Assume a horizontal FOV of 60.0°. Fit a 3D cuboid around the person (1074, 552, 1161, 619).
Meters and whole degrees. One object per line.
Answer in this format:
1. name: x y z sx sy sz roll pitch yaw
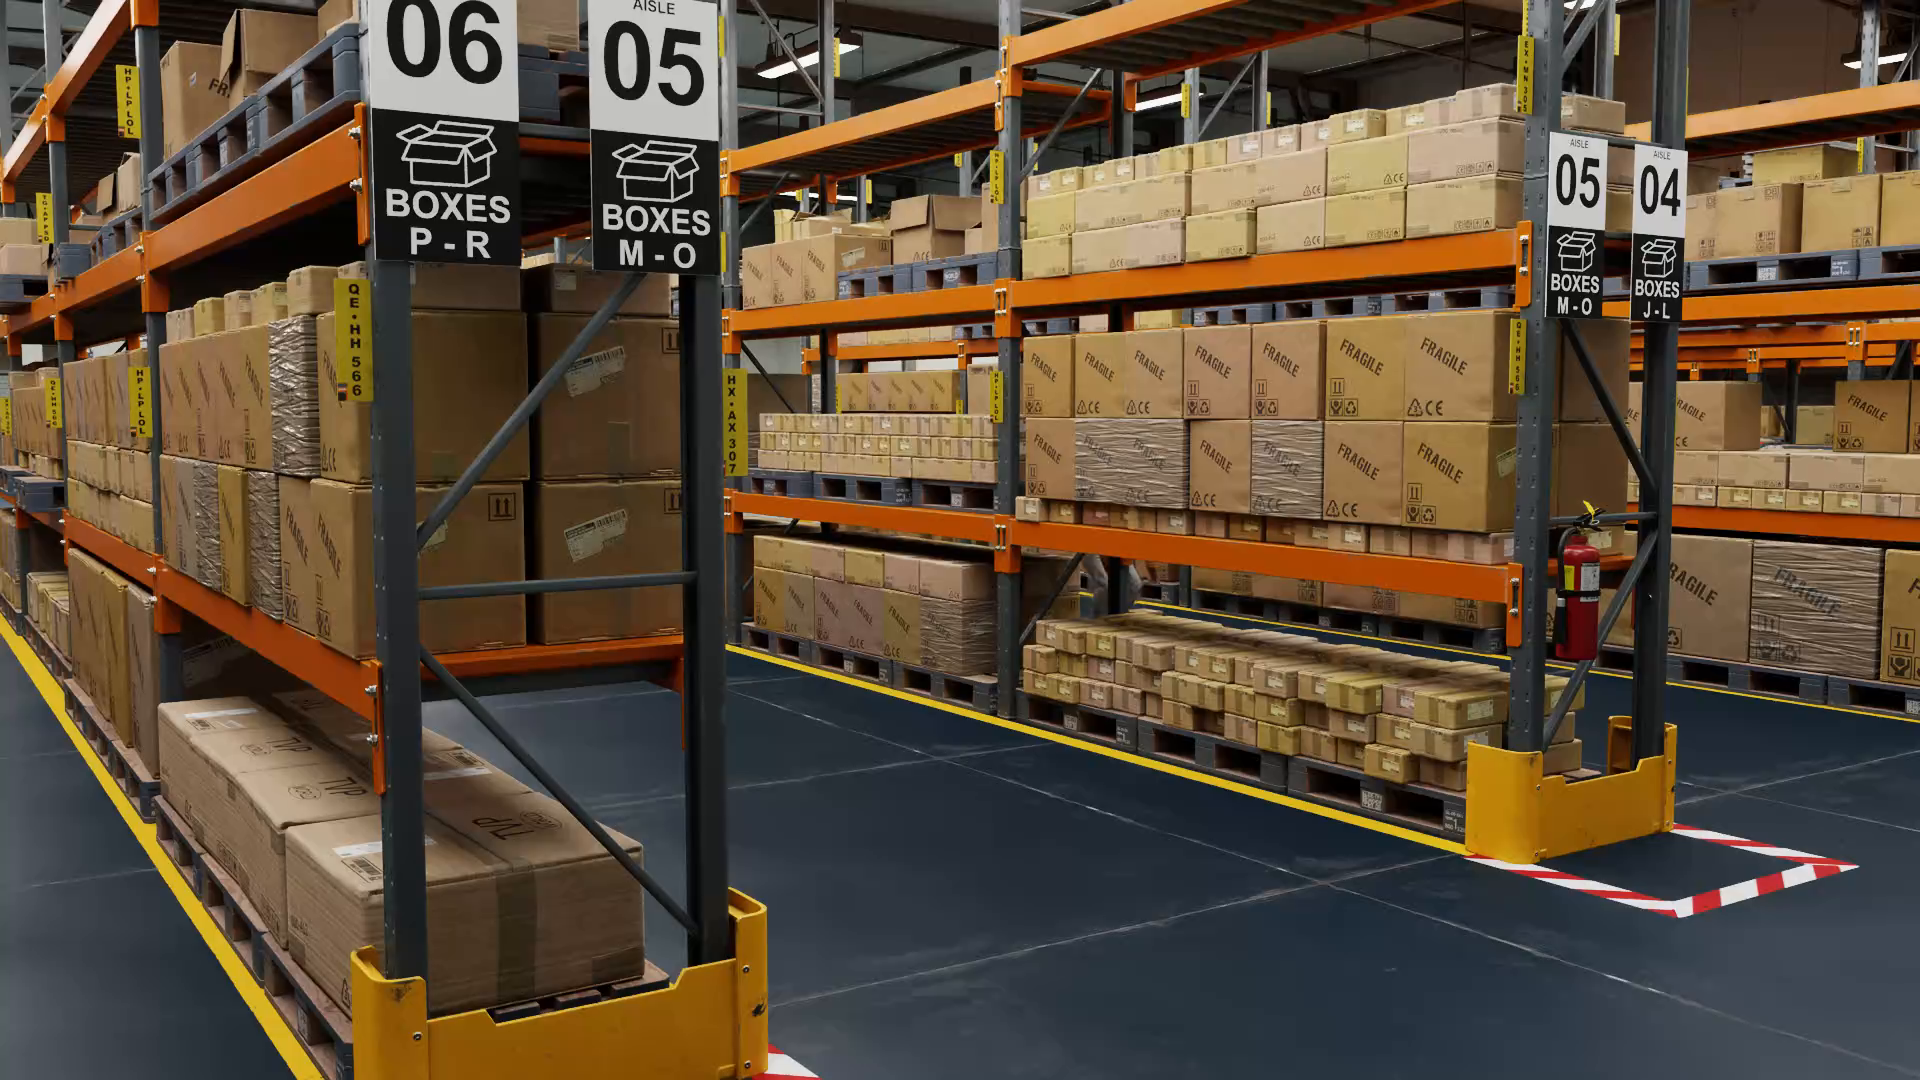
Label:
1. person: 1.393 0.151 14.756 0.631 1.373 0.779 -3 6 -34
